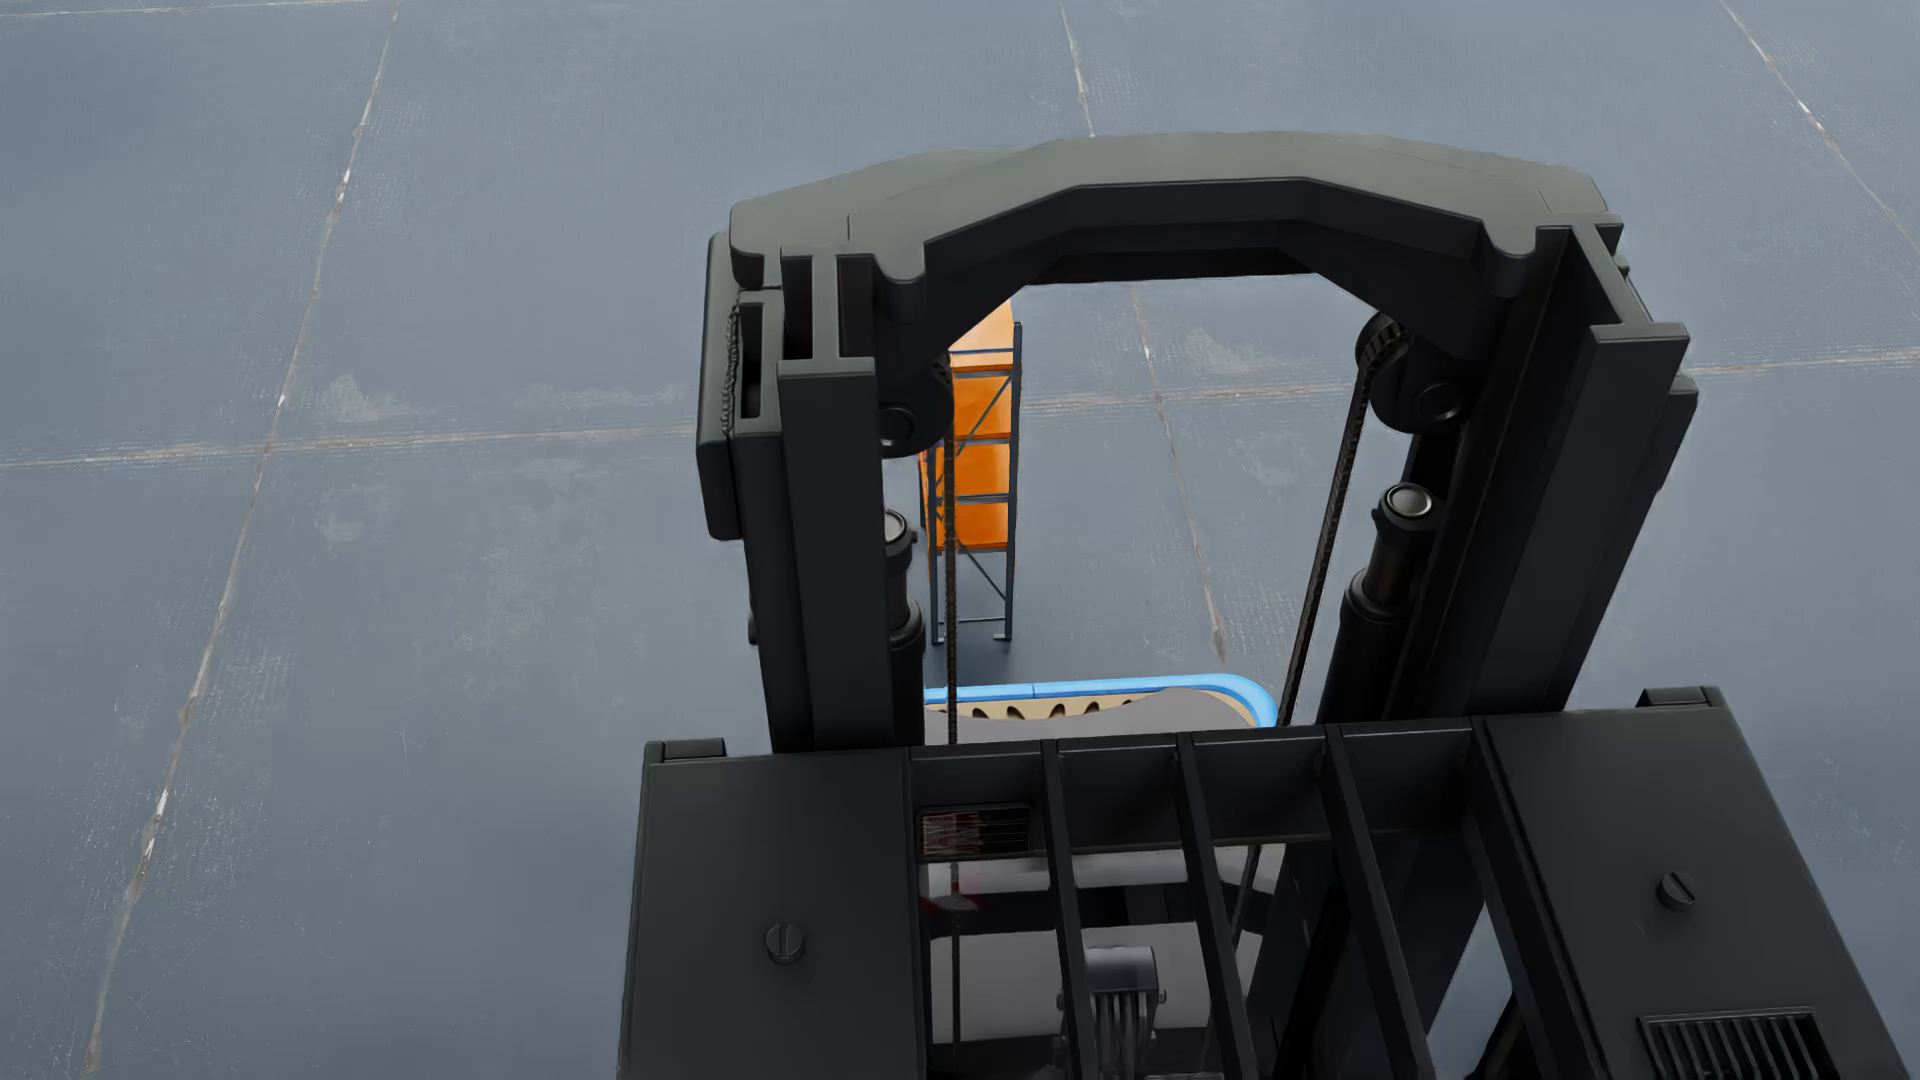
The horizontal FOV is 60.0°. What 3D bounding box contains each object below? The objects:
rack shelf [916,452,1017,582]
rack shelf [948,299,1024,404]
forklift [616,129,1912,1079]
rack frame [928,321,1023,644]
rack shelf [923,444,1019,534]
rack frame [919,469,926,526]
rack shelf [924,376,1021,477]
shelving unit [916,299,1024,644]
[{"bbox_3d":[0.014,-0.110,4.894,0.258,0.148,0.480,-3,47,-3],"label":"rack shelf"},{"bbox_3d":[0.014,-0.563,4.416,0.258,0.148,0.480,-3,47,-3],"label":"rack shelf"},{"bbox_3d":[0.250,1.100,2.190,1.130,2.935,3.031,-3,47,-3],"label":"forklift"},{"bbox_3d":[0.034,-0.116,4.534,0.240,1.200,0.015,-3,47,-3],"label":"rack frame"},{"bbox_3d":[0.014,-0.247,4.750,0.258,0.148,0.480,-3,47,-3],"label":"rack shelf"},{"bbox_3d":[-0.007,-0.469,4.868,0.240,1.200,0.015,-3,47,-3],"label":"rack frame"},{"bbox_3d":[0.014,-0.400,4.587,0.258,0.148,0.480,-3,47,-3],"label":"rack shelf"},{"bbox_3d":[0.014,-0.293,4.701,0.258,1.200,0.503,-3,47,-3],"label":"shelving unit"}]
